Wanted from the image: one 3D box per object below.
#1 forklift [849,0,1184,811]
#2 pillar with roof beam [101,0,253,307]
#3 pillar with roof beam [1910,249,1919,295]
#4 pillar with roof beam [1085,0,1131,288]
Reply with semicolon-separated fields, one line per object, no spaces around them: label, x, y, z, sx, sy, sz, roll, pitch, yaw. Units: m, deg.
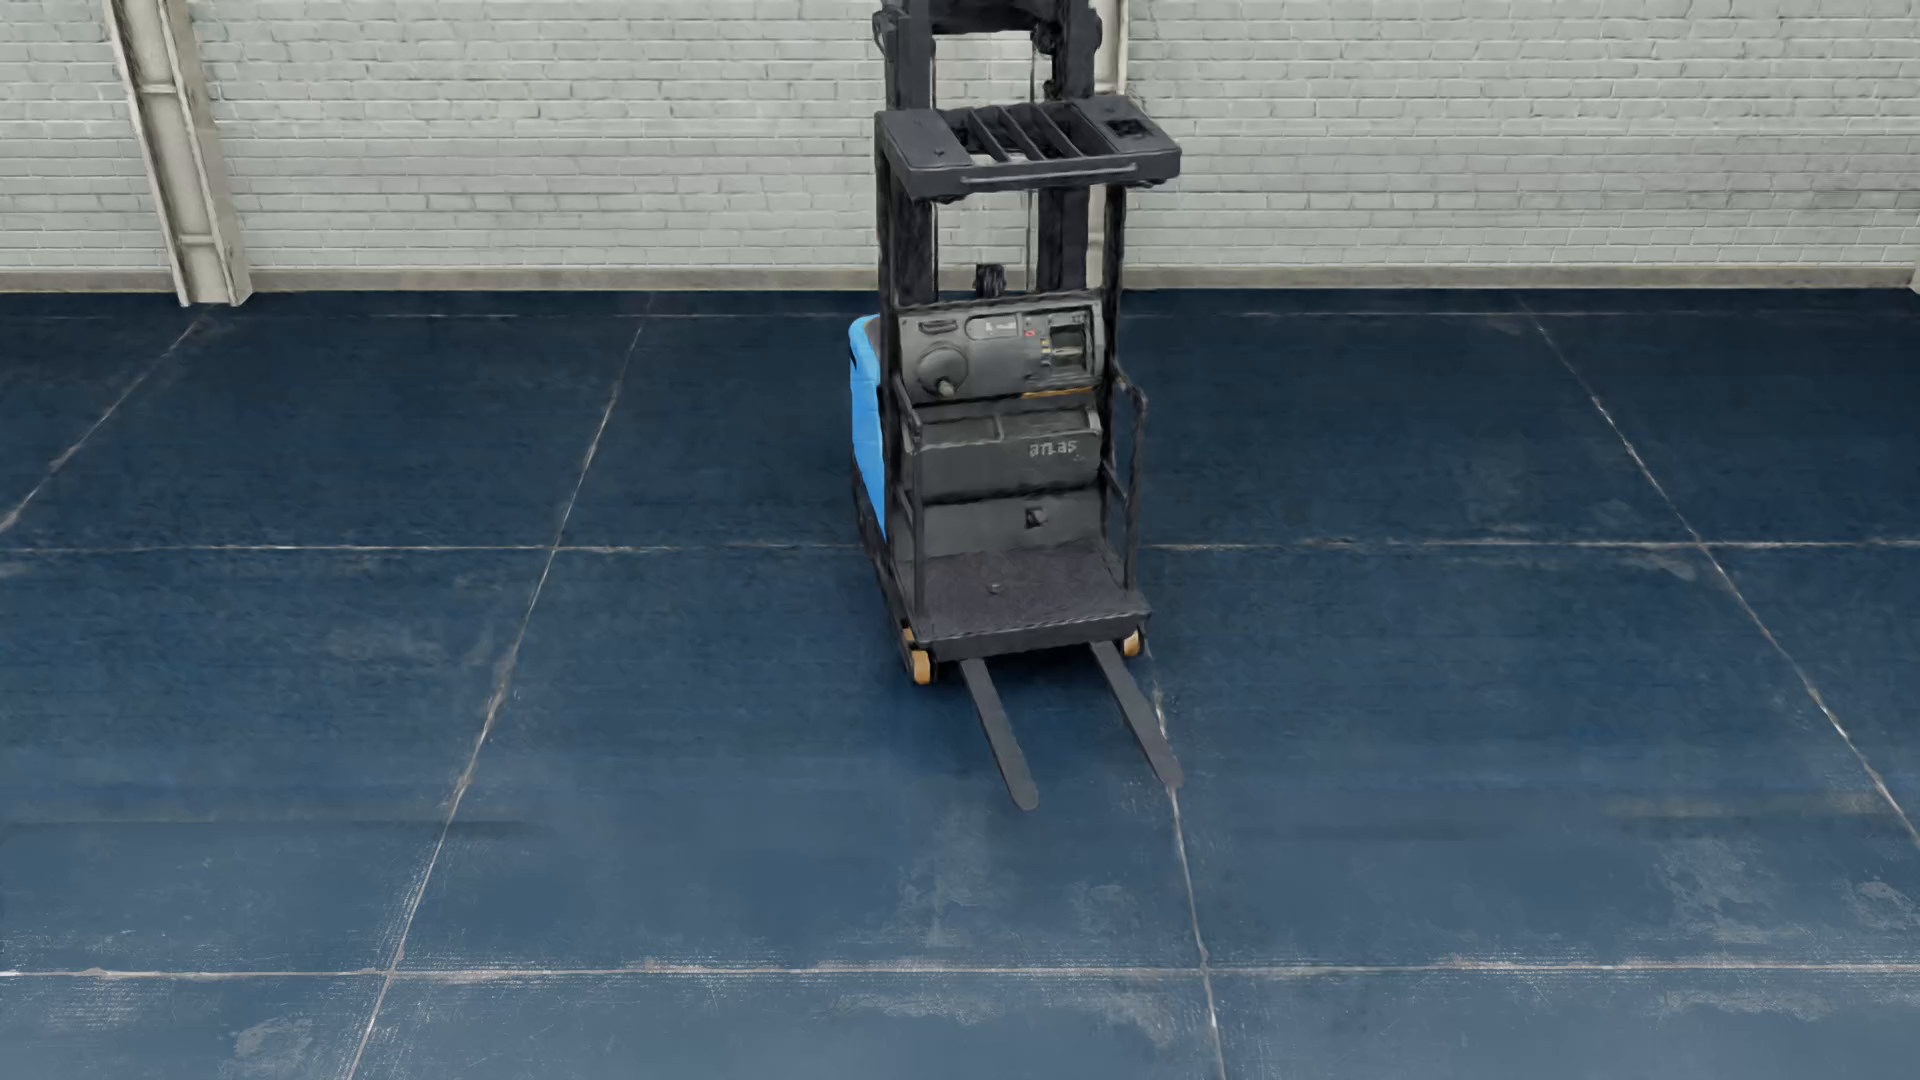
forklift;0.240;-0.800;7.243;1.130;2.935;3.031;-7;32;-11
pillar with roof beam;-5.109;-3.287;5.492;0.400;9.000;9.100;0;31;0
pillar with roof beam;6.891;-3.324;5.554;0.400;9.000;9.100;0;31;0
pillar with roof beam;0.891;-3.306;5.523;0.400;9.000;9.100;0;31;0
